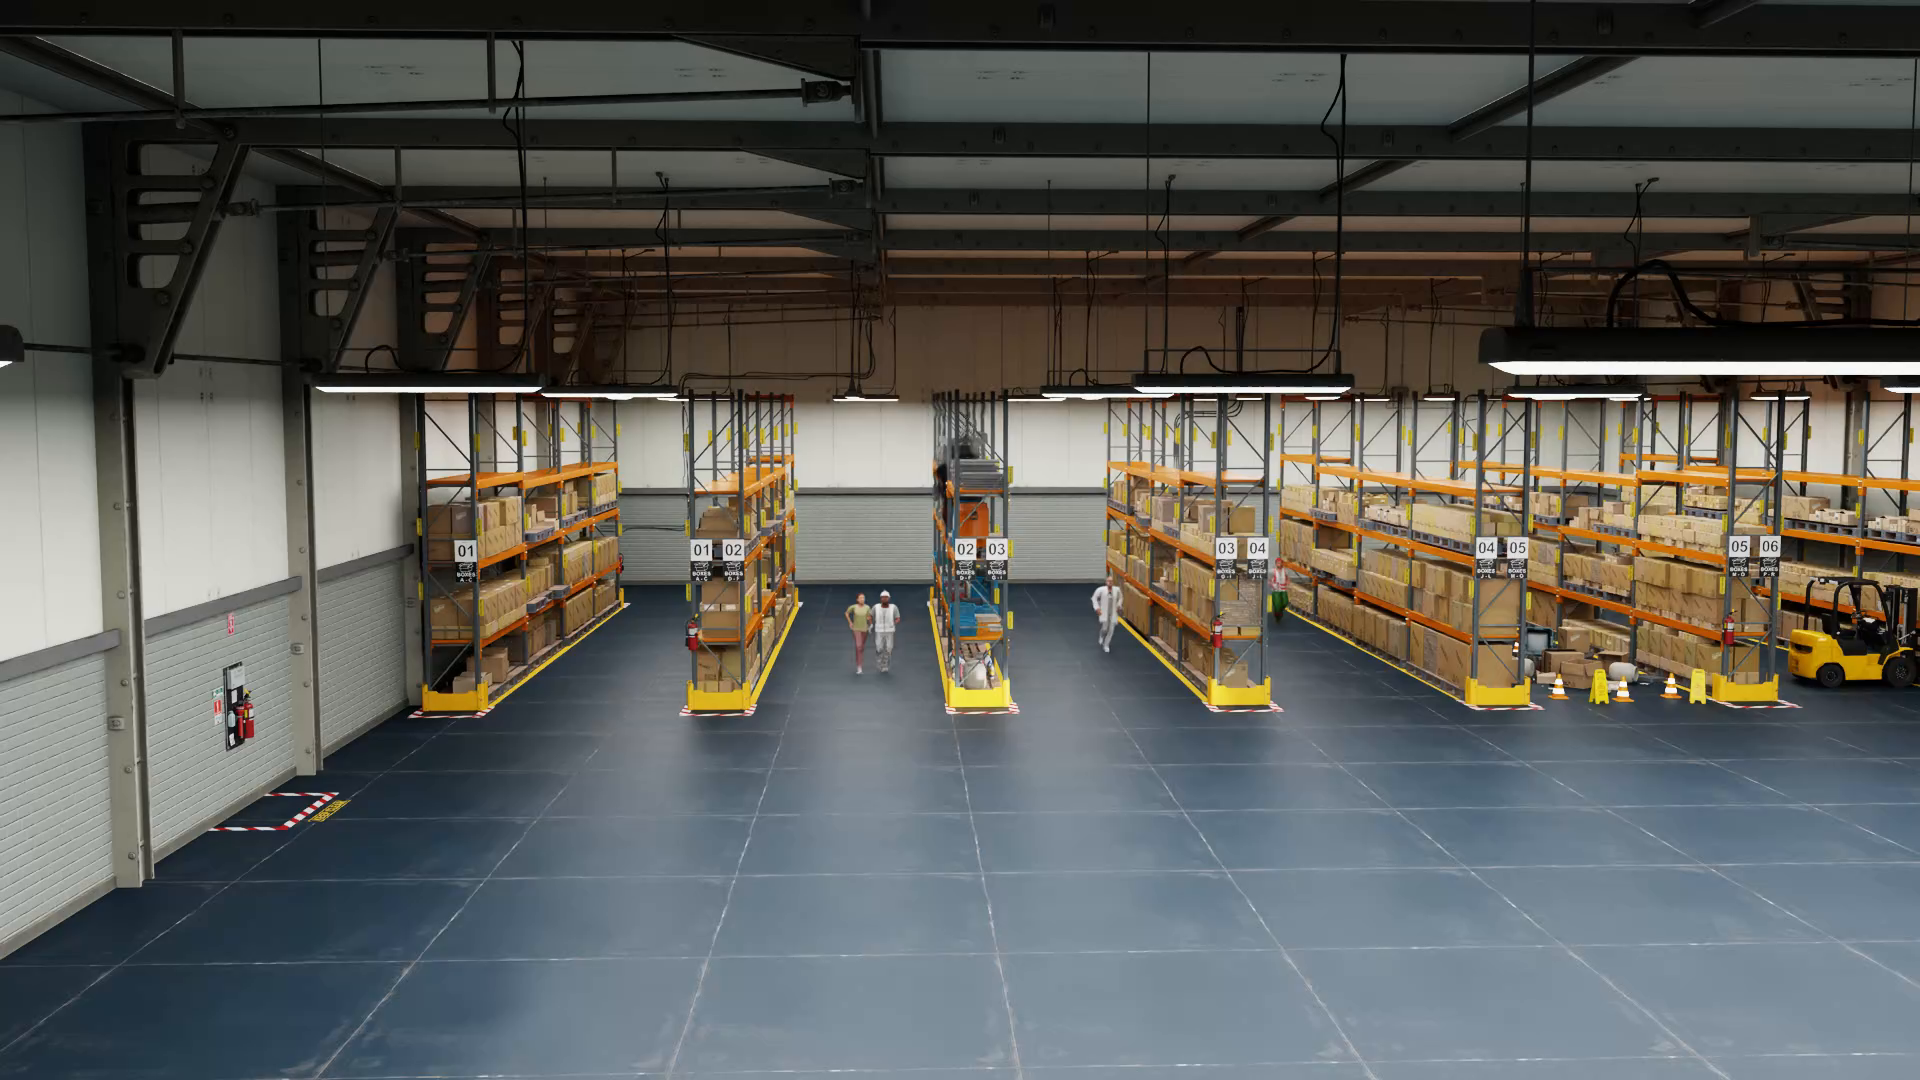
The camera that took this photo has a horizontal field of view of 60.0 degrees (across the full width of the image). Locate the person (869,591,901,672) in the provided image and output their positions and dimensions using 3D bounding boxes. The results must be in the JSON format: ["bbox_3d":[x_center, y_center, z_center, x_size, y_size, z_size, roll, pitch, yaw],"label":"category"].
[{"bbox_3d":[-1.601,1.962,35.338,0.679,1.738,0.599,0,5,-3],"label":"person"}]

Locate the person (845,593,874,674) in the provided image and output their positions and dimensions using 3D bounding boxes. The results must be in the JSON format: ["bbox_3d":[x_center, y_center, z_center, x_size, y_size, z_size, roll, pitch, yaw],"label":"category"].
[{"bbox_3d":[-2.139,1.984,35.657,0.562,1.723,0.762,-2,5,-21],"label":"person"}]

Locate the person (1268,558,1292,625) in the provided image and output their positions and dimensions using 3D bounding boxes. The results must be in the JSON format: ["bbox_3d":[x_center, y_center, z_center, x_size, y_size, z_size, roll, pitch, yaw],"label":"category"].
[{"bbox_3d":[8.302,1.331,43.240,0.655,1.742,0.593,0,5,-4],"label":"person"}]

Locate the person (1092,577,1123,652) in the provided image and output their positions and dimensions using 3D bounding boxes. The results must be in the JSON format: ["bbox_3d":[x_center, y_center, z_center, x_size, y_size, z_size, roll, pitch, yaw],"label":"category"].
[{"bbox_3d":[3.452,1.710,38.695,0.728,1.734,0.625,-1,5,-9],"label":"person"}]
